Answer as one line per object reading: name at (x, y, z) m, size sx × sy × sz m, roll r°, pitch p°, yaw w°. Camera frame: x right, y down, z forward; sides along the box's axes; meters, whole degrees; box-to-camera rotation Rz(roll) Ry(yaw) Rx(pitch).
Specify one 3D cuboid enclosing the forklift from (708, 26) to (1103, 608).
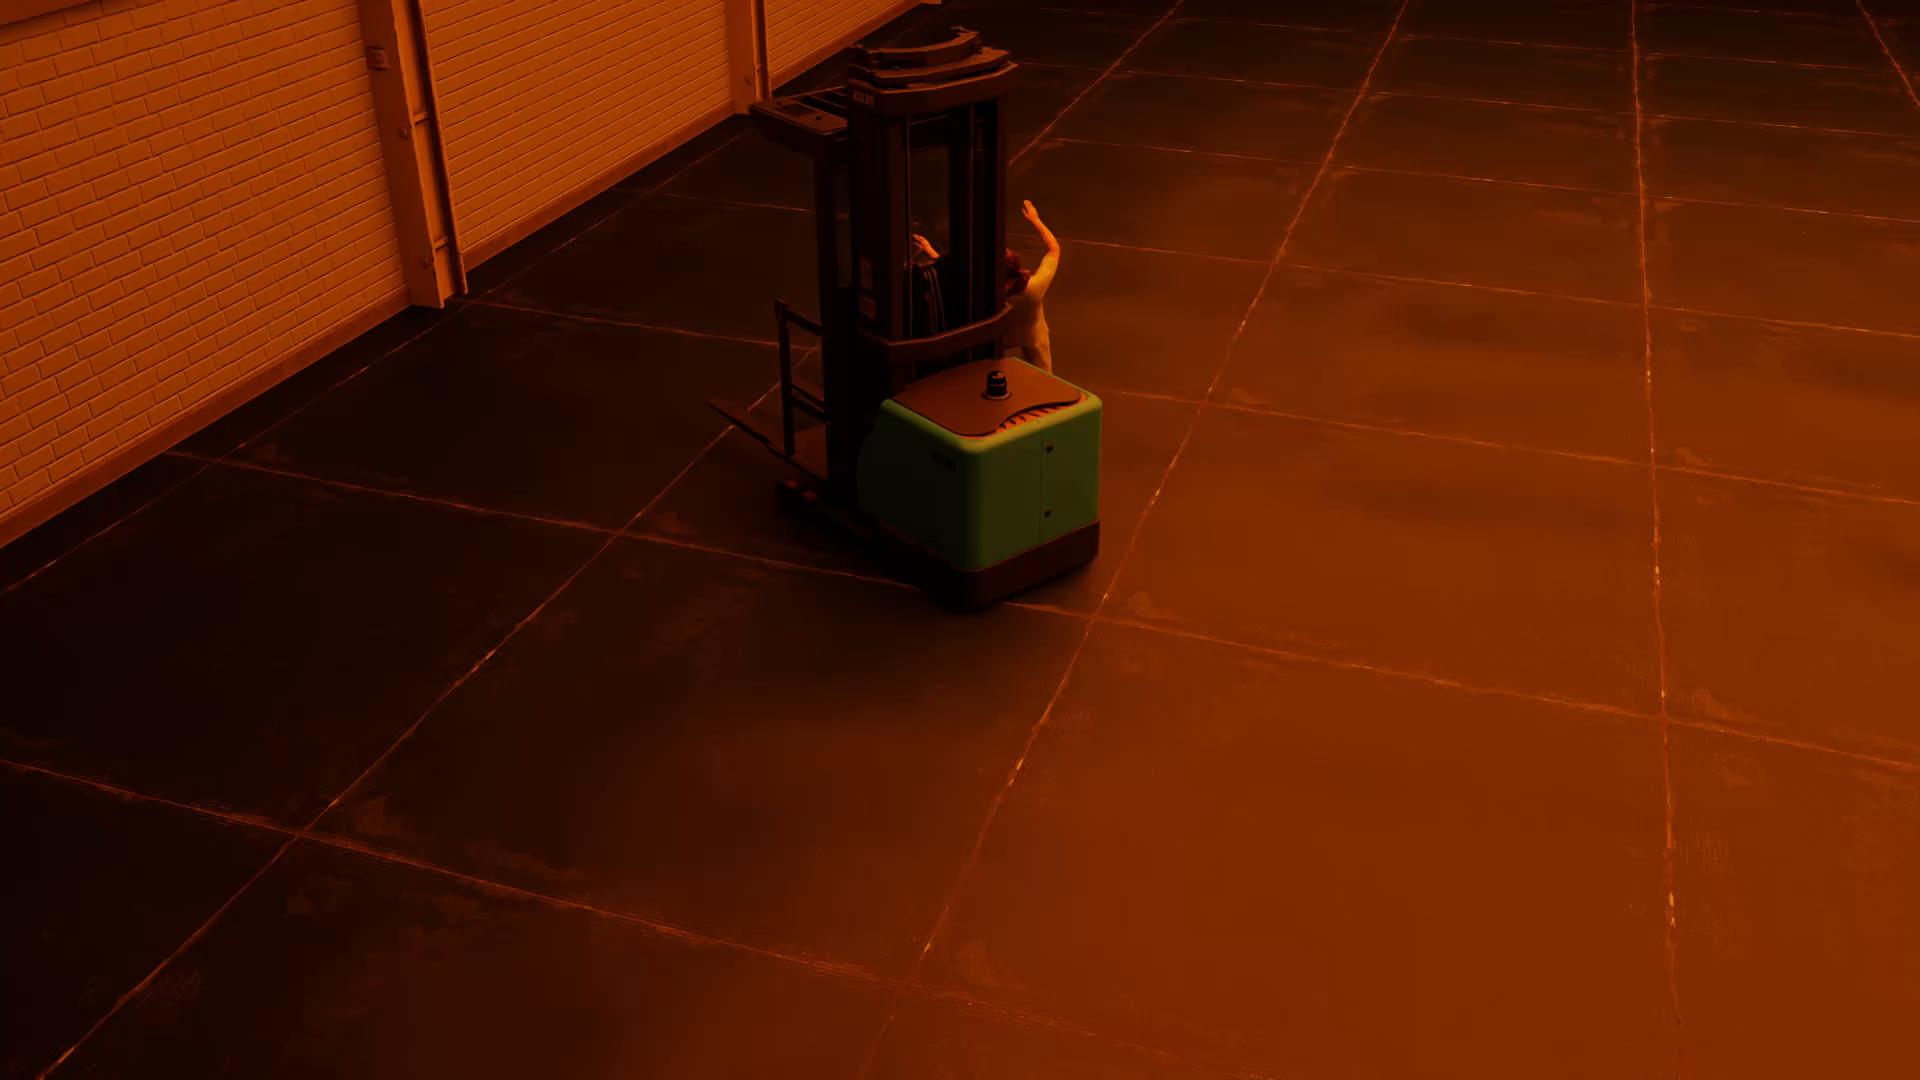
forklift at (-0.502, -1.553, 9.862) m, size 1.130 × 2.935 × 3.031 m, roll -22°, pitch 36°, yaw -33°

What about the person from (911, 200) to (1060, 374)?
person at (0.178, -1.496, 11.162) m, size 0.961 × 1.554 × 0.789 m, roll 4°, pitch 30°, yaw 7°
